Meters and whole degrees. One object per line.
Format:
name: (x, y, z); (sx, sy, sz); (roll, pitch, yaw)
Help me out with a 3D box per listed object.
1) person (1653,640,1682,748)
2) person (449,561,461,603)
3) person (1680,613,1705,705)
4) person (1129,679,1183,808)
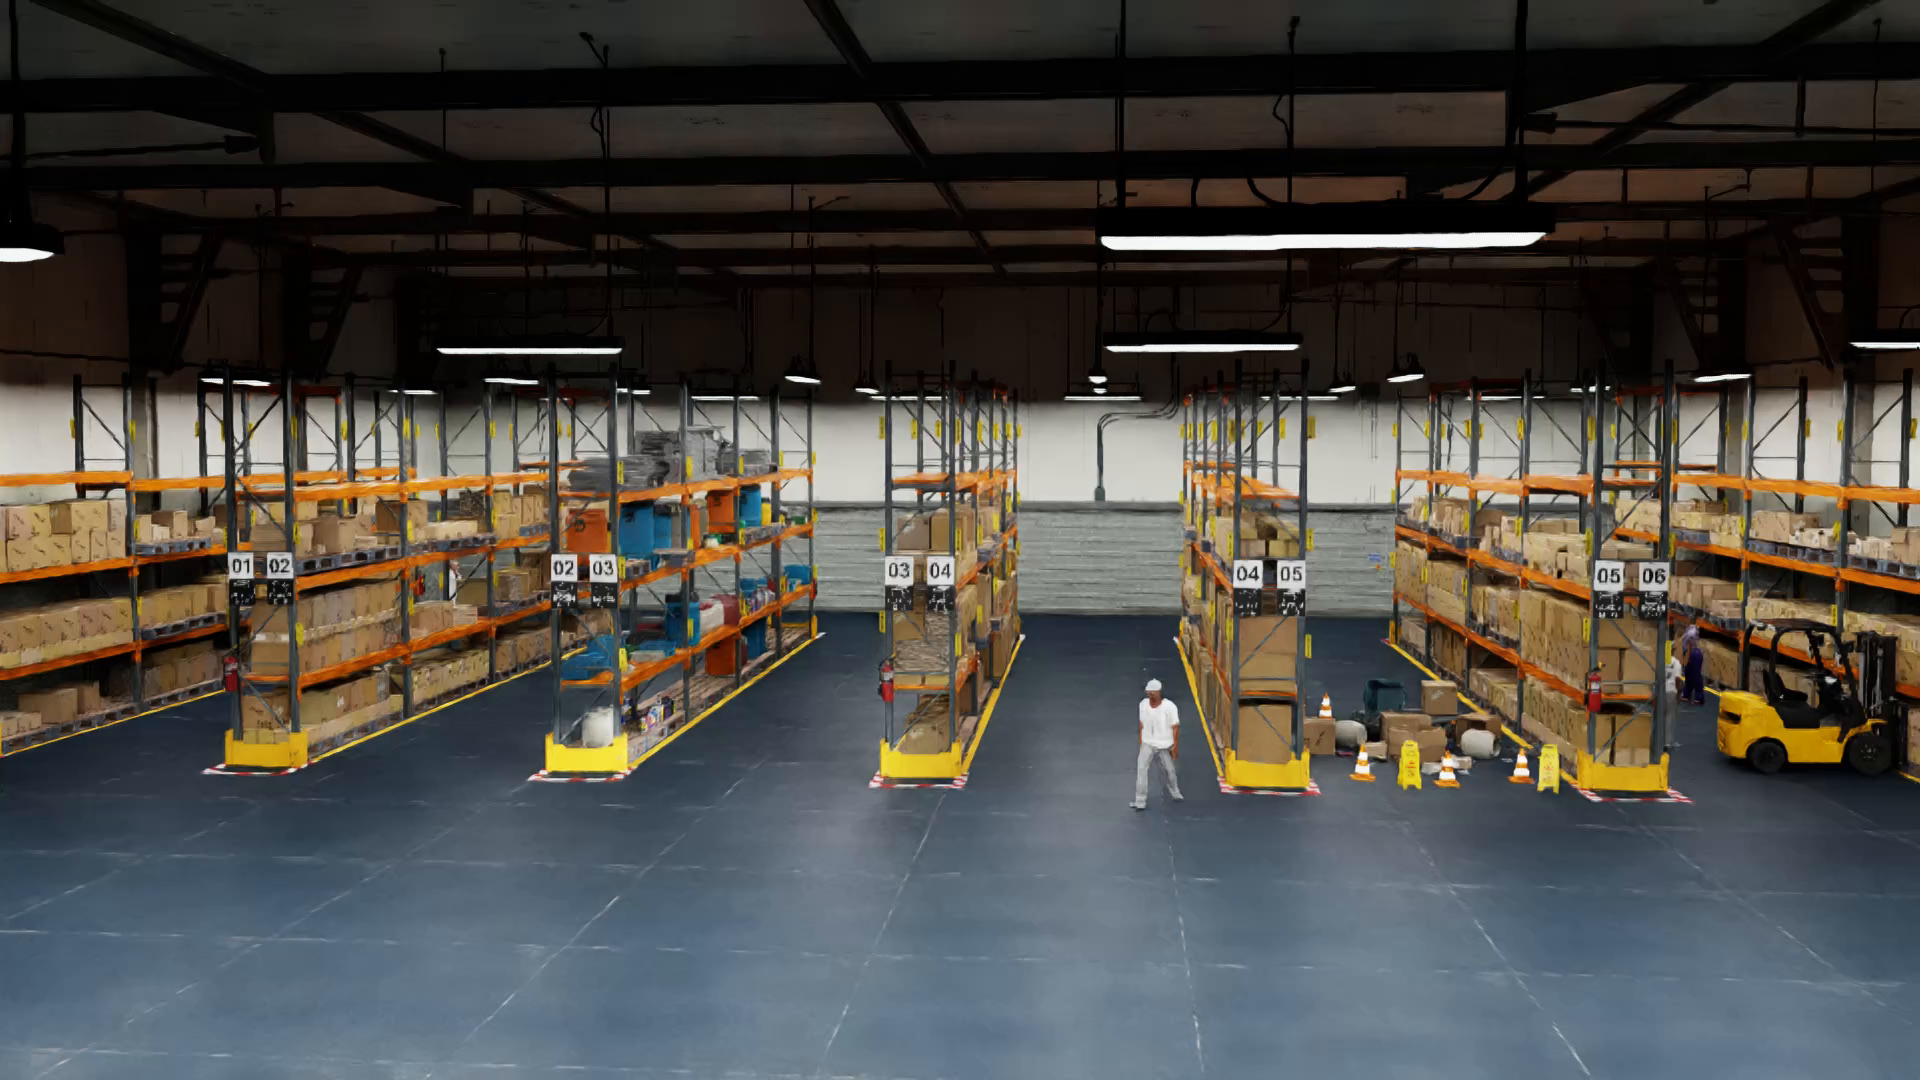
person: (11.231, 2.421, 26.358); (0.421, 1.677, 0.502); (-2, 4, -27)
person: (-12.434, 1.404, 40.923); (0.462, 1.785, 0.675); (2, 4, 23)
person: (13.401, 2.169, 30.530); (0.555, 1.628, 0.611); (2, 4, 29)
person: (2.636, 2.698, 22.176); (0.615, 1.714, 0.973); (2, 4, 26)
